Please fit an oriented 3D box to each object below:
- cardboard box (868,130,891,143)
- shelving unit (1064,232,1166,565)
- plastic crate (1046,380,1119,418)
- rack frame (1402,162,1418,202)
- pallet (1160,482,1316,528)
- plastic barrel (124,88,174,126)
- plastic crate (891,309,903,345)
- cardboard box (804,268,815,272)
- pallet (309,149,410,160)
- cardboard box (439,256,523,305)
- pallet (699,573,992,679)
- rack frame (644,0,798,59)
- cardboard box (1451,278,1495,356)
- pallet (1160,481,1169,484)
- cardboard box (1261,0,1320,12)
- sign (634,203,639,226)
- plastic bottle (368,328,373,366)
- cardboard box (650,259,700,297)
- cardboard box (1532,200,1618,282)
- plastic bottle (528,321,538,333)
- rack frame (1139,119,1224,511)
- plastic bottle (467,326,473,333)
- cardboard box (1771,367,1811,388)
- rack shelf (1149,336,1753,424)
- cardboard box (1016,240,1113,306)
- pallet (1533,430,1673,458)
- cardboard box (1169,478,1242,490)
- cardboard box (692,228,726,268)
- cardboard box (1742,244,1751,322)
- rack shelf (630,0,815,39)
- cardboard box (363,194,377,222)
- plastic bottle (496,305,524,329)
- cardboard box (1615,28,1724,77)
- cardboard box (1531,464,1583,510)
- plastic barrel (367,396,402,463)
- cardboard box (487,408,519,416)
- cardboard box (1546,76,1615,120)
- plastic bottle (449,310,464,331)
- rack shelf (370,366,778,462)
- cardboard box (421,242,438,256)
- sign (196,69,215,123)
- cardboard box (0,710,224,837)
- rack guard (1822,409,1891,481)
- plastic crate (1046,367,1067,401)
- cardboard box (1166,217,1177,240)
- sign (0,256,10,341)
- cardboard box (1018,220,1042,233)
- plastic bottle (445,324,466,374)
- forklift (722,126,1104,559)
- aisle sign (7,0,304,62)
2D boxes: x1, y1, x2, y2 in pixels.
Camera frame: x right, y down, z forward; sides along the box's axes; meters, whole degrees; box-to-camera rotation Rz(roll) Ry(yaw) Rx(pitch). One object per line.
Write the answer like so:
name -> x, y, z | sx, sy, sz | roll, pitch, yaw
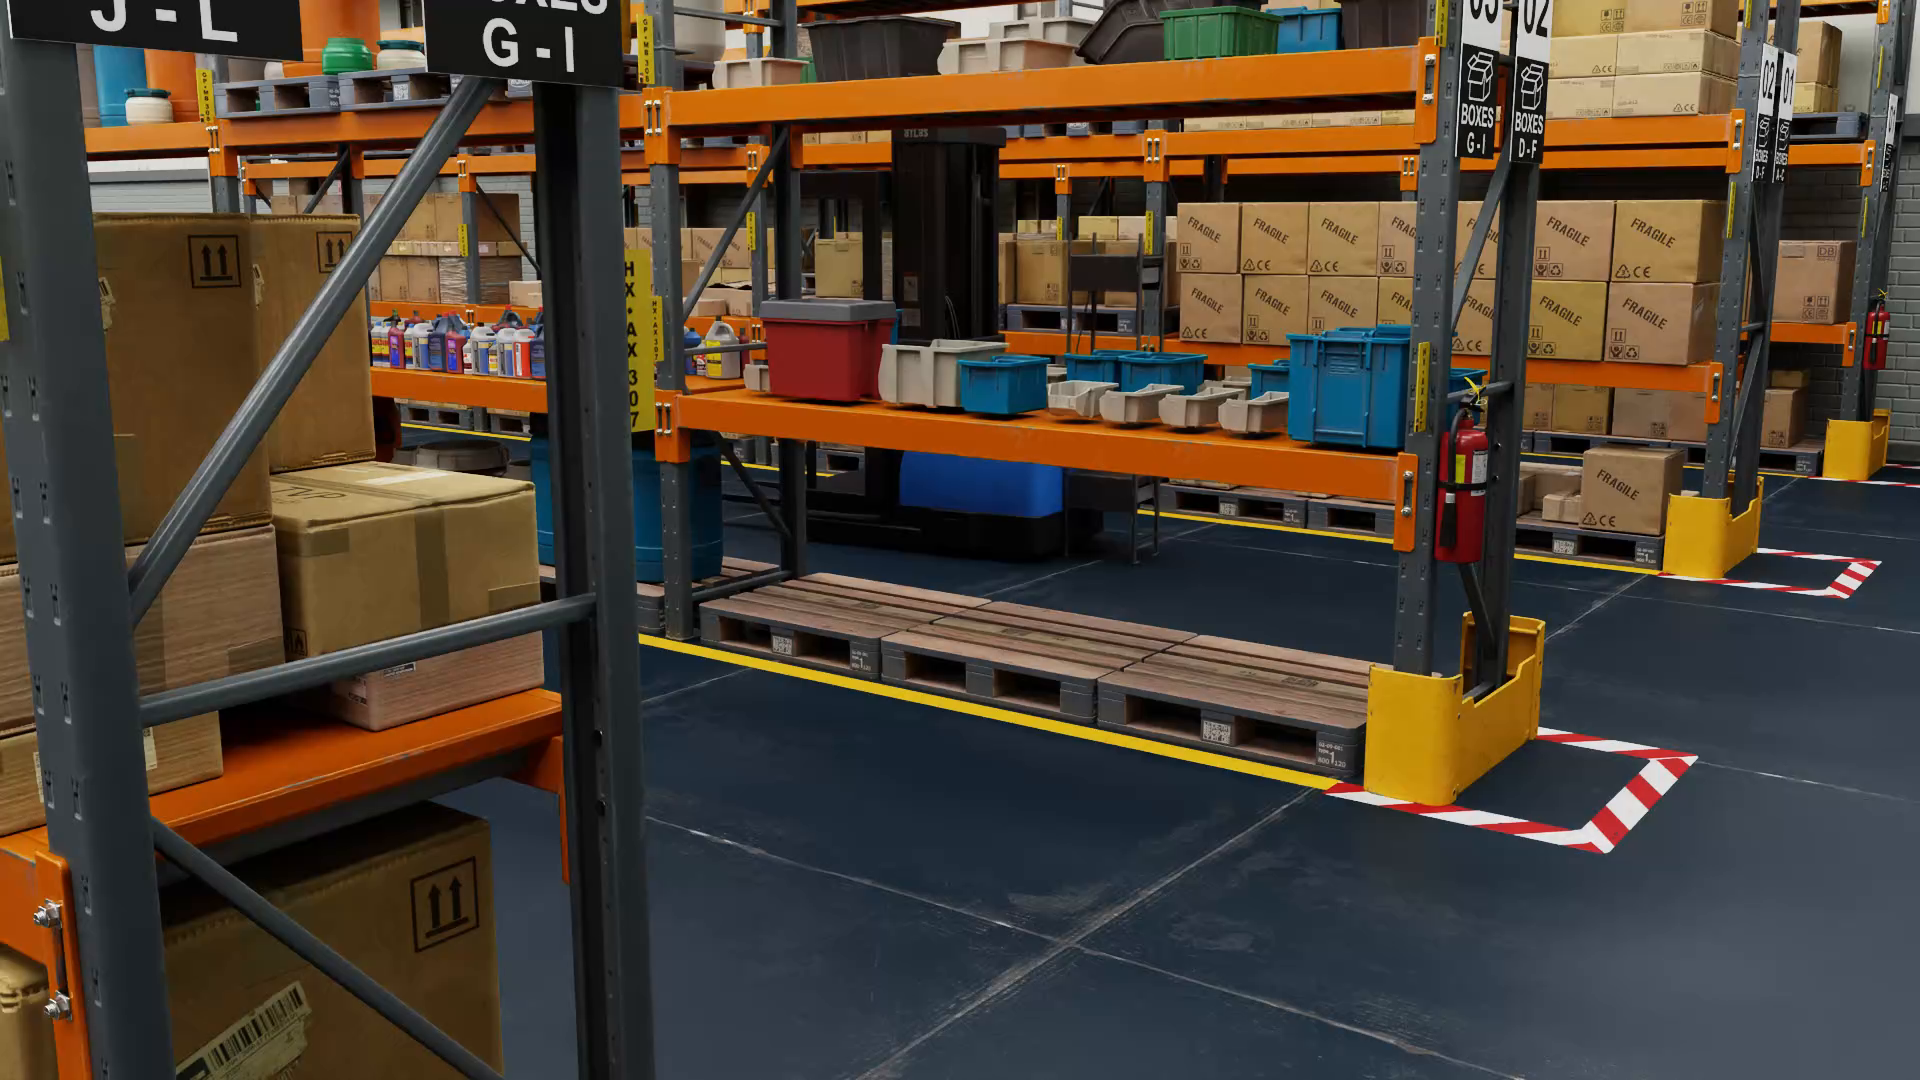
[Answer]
cardboard box -> -0.303, -3.586, 14.007 | 0.500, 0.500, 0.910 | 8, 13, 36
shelving unit -> 1.000, -0.925, 10.781 | 0.503, 2.100, 0.431 | 6, 13, 29
plastic crate -> 0.530, -0.623, 7.390 | 0.250, 0.136, 0.298 | 8, 13, 36
rack frame -> 4.648, -2.533, 16.724 | 0.127, 3.000, 1.000 | 8, 13, 36
pallet -> 2.272, -0.327, 12.667 | 1.213, 0.211, 1.003 | 8, 13, 36
plastic barrel -> -5.603, -2.978, 11.491 | 0.301, 0.262, 0.301 | 0, 11, 0
plastic crate -> -0.638, -1.037, 8.879 | 0.575, 0.384, 0.392 | 8, 13, 36
cardboard box -> -2.052, -3.454, 21.828 | 0.500, 0.250, 0.500 | 8, 14, 36
pallet -> -6.411, -4.332, 18.359 | 1.213, 0.211, 1.003 | 8, 13, 36
cardboard box -> -5.090, -2.771, 17.694 | 0.500, 0.500, 0.700 | 8, 13, 34
pallet -> -0.600, 0.430, 8.753 | 1.213, 0.211, 1.003 | 8, 13, 36
rack frame -> -1.216, -3.961, 8.315 | 0.127, 3.000, 1.000 | 8, 13, 36
cardboard box -> 3.602, -1.497, 11.106 | 0.500, 0.500, 0.500 | 8, 14, 36
pallet -> 1.041, -0.490, 13.510 | 1.213, 0.211, 1.003 | 8, 13, 36
cardboard box -> 2.453, -3.660, 11.757 | 0.500, 0.500, 0.700 | 8, 13, 36
sign -> -4.679, -4.688, 23.985 | 0.005, 0.325, 0.100 | 8, 13, 36
plastic bottle -> -3.642, -1.210, 10.196 | 0.133, 0.283, 0.061 | 8, 13, 36
cardboard box -> -2.867, -2.459, 16.079 | 0.500, 0.500, 0.500 | 7, 13, 33
cardboard box -> 4.014, -1.929, 10.707 | 0.500, 0.500, 0.500 | 8, 14, 37
plastic bottle -> -2.616, -1.210, 10.228 | 0.097, 0.271, 0.097 | 0, 11, 0
rack frame -> 1.719, -1.774, 12.802 | 0.127, 3.000, 1.000 | 8, 13, 36
plastic bottle -> -3.201, -1.292, 10.832 | 0.097, 0.201, 0.097 | 0, 11, 0
cardboard box -> 7.468, -1.460, 14.949 | 0.250, 0.149, 0.380 | 8, 14, 36
rack shelf -> 3.331, -1.196, 11.708 | 4.000, 0.370, 1.077 | 8, 13, 36
cardboard box -> 0.878, -2.184, 13.554 | 0.700, 0.500, 0.500 | -11, 15, -44
pallet -> 6.202, -0.929, 15.777 | 1.213, 0.211, 1.003 | 8, 13, 36
cardboard box -> 1.929, -0.590, 12.600 | 0.500, 0.311, 0.500 | 8, 13, 36
cardboard box -> -3.169, -3.856, 21.931 | 0.500, 0.500, 0.500 | 7, 13, 34
cardboard box -> 6.862, -2.366, 15.074 | 0.700, 0.700, 0.980 | 8, 13, 35
rack shelf -> -3.117, -4.844, 15.825 | 4.000, 0.370, 1.077 | 8, 13, 36
cardboard box -> -6.304, -3.578, 18.446 | 0.500, 0.500, 0.700 | 8, 14, 36
plastic bottle -> -2.836, -1.309, 10.526 | 0.185, 0.351, 0.144 | 8, 13, 36
cardboard box -> 4.378, -2.987, 10.256 | 0.500, 0.250, 0.500 | 8, 13, 36
cardboard box -> 4.270, -0.351, 11.528 | 0.500, 0.250, 0.500 | 8, 13, 36
plastic barrel -> -4.035, -0.554, 11.104 | 0.708, 0.830, 0.600 | 8, 13, 36
cardboard box -> -4.550, -1.446, 17.242 | 0.500, 0.250, 0.500 | 8, 13, 34
cardboard box -> 3.977, -2.799, 10.596 | 0.500, 0.250, 0.500 | 8, 13, 36
plastic bottle -> -3.057, -1.207, 10.003 | 0.185, 0.351, 0.144 | 8, 13, 36
rack shelf -> -2.828, -0.888, 10.115 | 4.000, 0.370, 1.077 | 8, 13, 36
cardboard box -> -5.486, -3.096, 17.664 | 0.250, 0.149, 0.380 | 7, 13, 34
sign -> -4.760, -2.802, 10.494 | 0.005, 0.325, 0.100 | 8, 13, 36
cardboard box -> -1.405, 0.326, 2.611 | 0.250, 0.149, 0.380 | 8, 14, 37
rack guard -> 7.892, -0.853, 14.623 | 0.348, 0.500, 1.175 | 8, 13, 36
plastic crate -> 0.366, -0.766, 8.130 | 0.466, 0.136, 0.293 | 8, 13, 36
cardboard box -> 2.477, -3.349, 17.871 | 0.500, 0.250, 0.500 | 8, 14, 36
sign -> -1.256, -0.411, 2.087 | 0.005, 0.325, 0.100 | 8, 13, 36
cardboard box -> 0.860, -3.634, 19.288 | 0.250, 0.149, 0.380 | 5, 12, 26
plastic bottle -> -2.935, -1.112, 9.685 | 0.133, 0.283, 0.061 | 8, 13, 36
forklift -> -0.547, -1.498, 11.557 | 3.031, 2.935, 1.130 | 6, 13, 29
aisle sign -> -1.043, -1.030, 2.114 | 0.004, 0.787, 0.394 | 8, 13, 36
